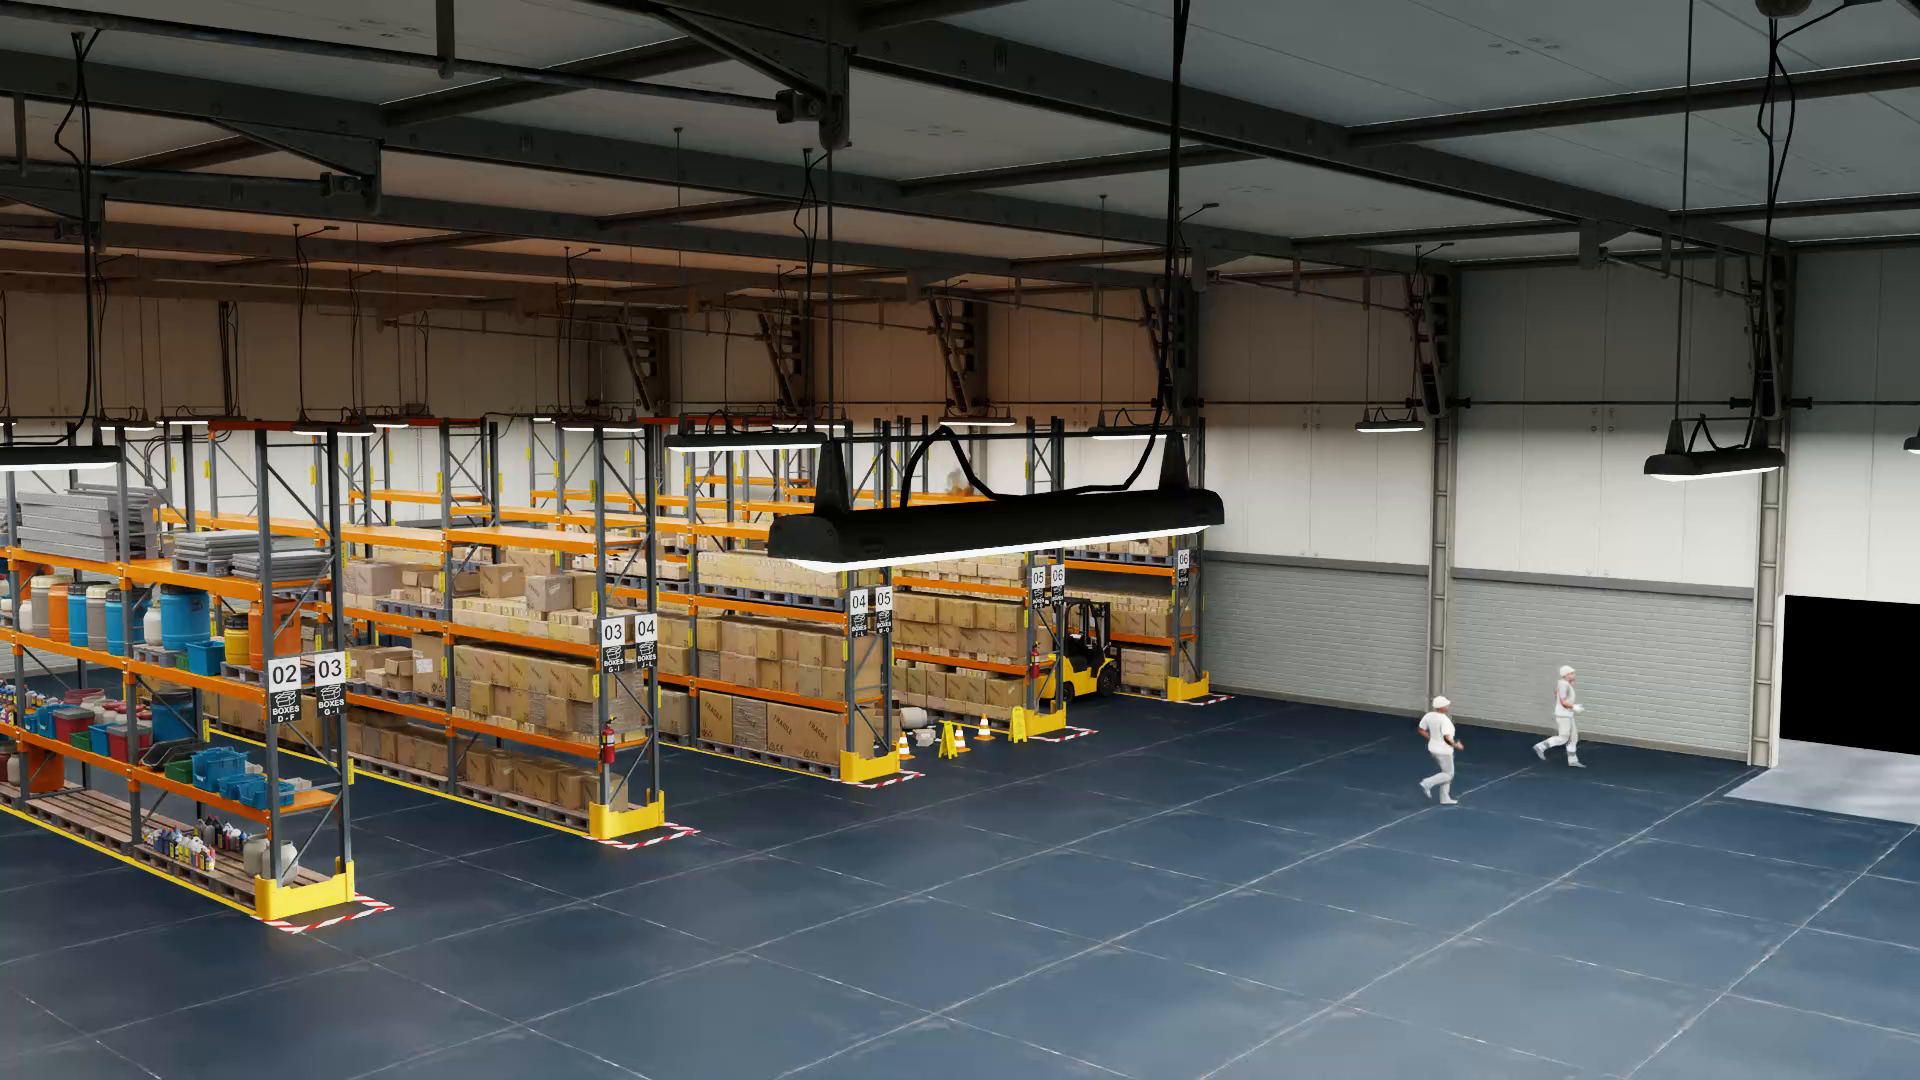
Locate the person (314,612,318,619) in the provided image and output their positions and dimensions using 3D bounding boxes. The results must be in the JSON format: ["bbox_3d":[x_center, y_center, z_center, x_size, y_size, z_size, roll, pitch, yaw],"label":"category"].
[{"bbox_3d":[-14.888,2.331,38.579,0.637,1.646,0.627,1,5,16],"label":"person"}]

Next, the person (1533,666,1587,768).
[{"bbox_3d":[10.435,3.058,28.867,0.886,1.781,0.664,2,5,18],"label":"person"}]

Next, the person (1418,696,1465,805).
[{"bbox_3d":[7.495,3.307,26.067,0.741,1.735,0.702,-2,5,-18],"label":"person"}]
